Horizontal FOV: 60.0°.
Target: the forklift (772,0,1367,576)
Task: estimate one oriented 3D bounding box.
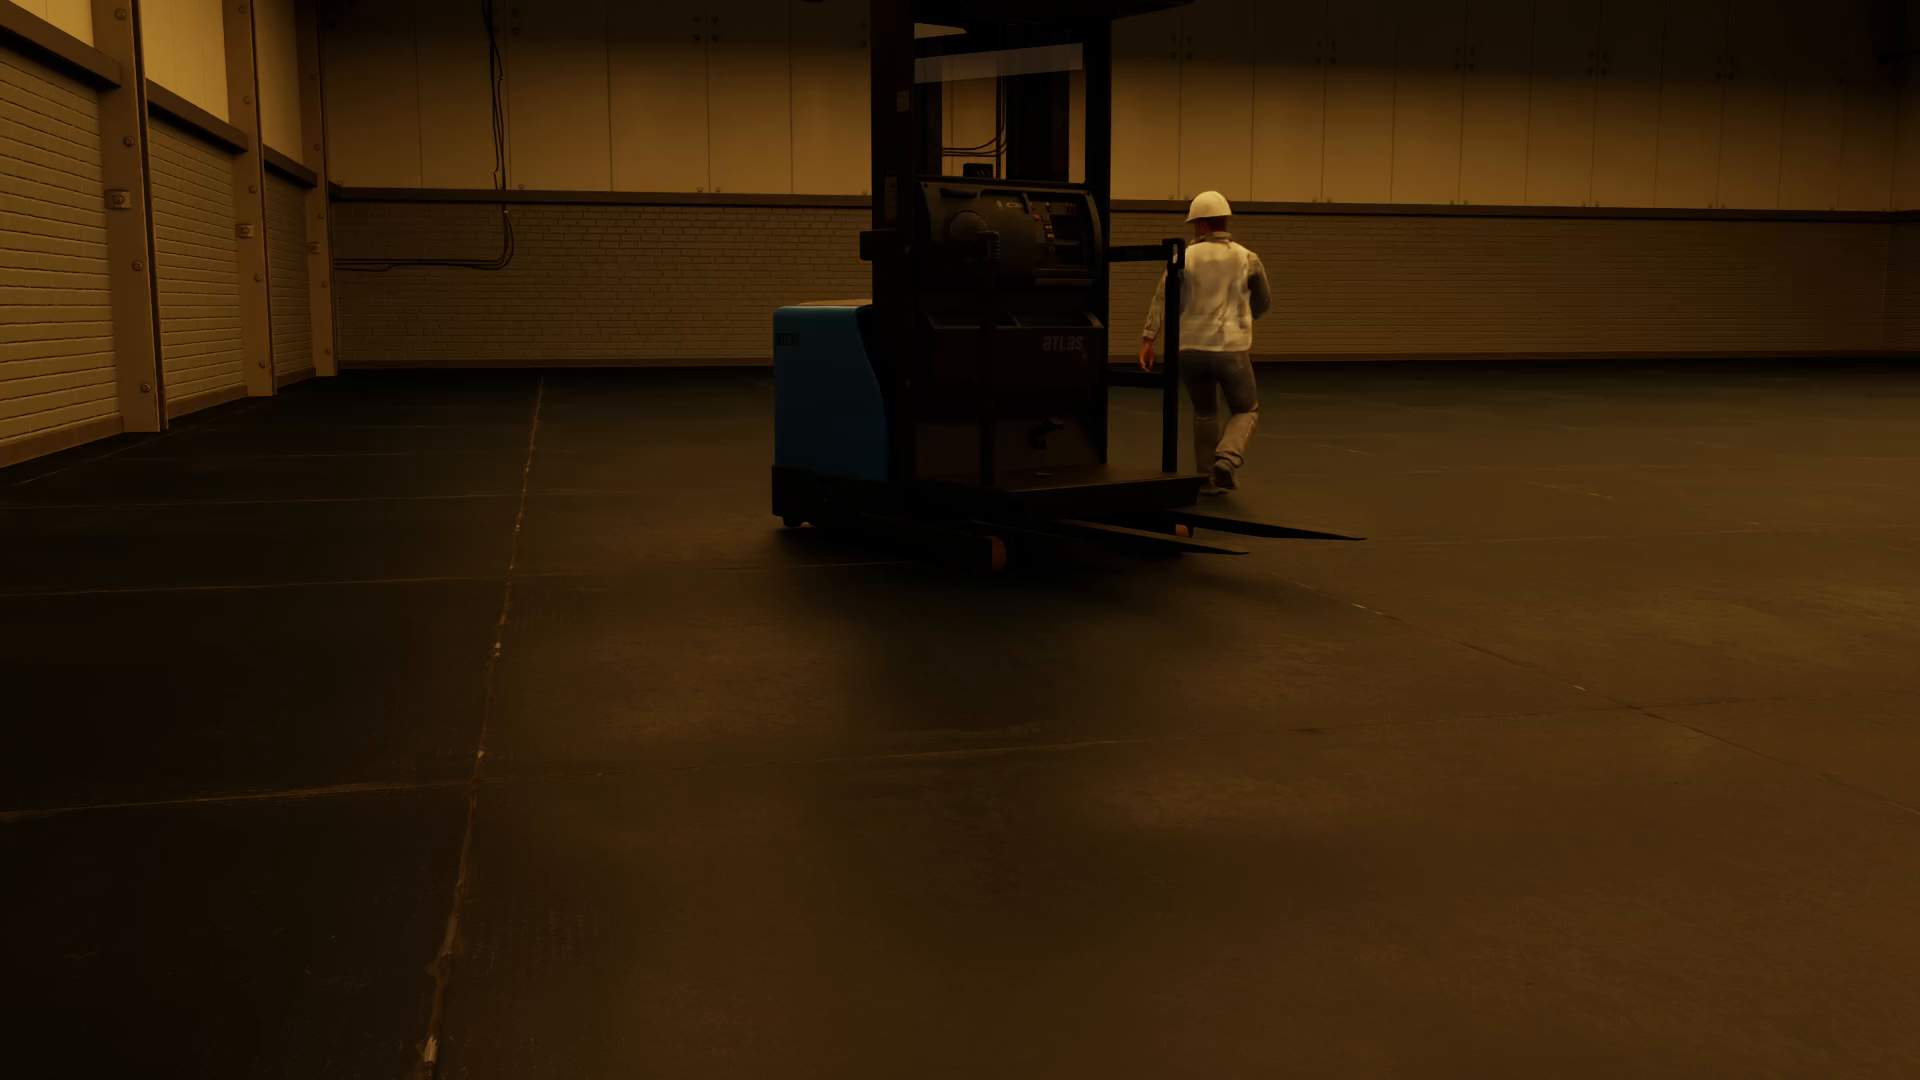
[{"bbox_3d":[0.355,-1.383,7.015,1.130,2.935,3.031,-6,10,-35],"label":"forklift"}]

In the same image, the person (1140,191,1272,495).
[{"bbox_3d":[1.413,-1.096,9.401,0.659,1.710,0.634,4,9,25],"label":"person"}]
